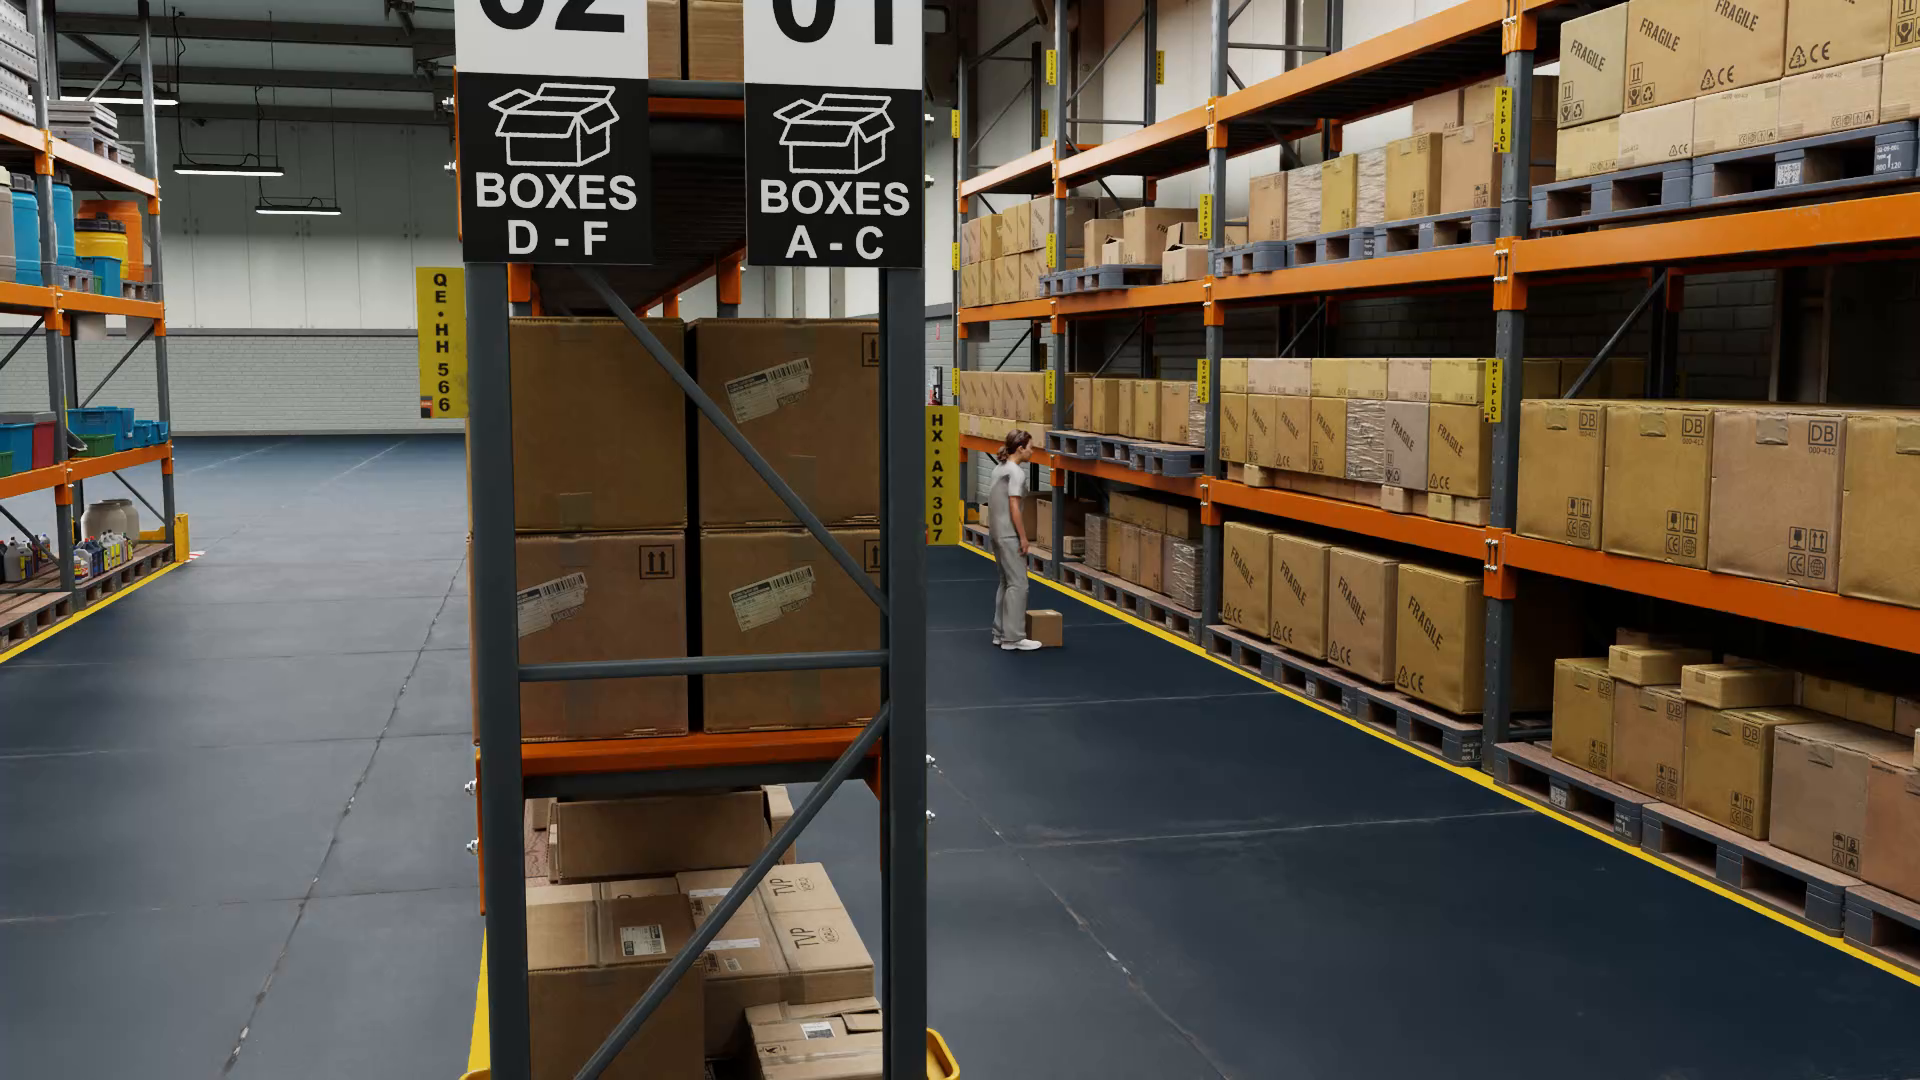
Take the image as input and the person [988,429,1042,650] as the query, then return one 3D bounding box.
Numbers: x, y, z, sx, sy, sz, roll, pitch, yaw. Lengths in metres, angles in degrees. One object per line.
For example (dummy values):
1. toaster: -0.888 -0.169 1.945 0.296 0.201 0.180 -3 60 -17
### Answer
1. person: 0.402 -0.013 12.763 0.353 1.673 0.491 -2 6 -14
